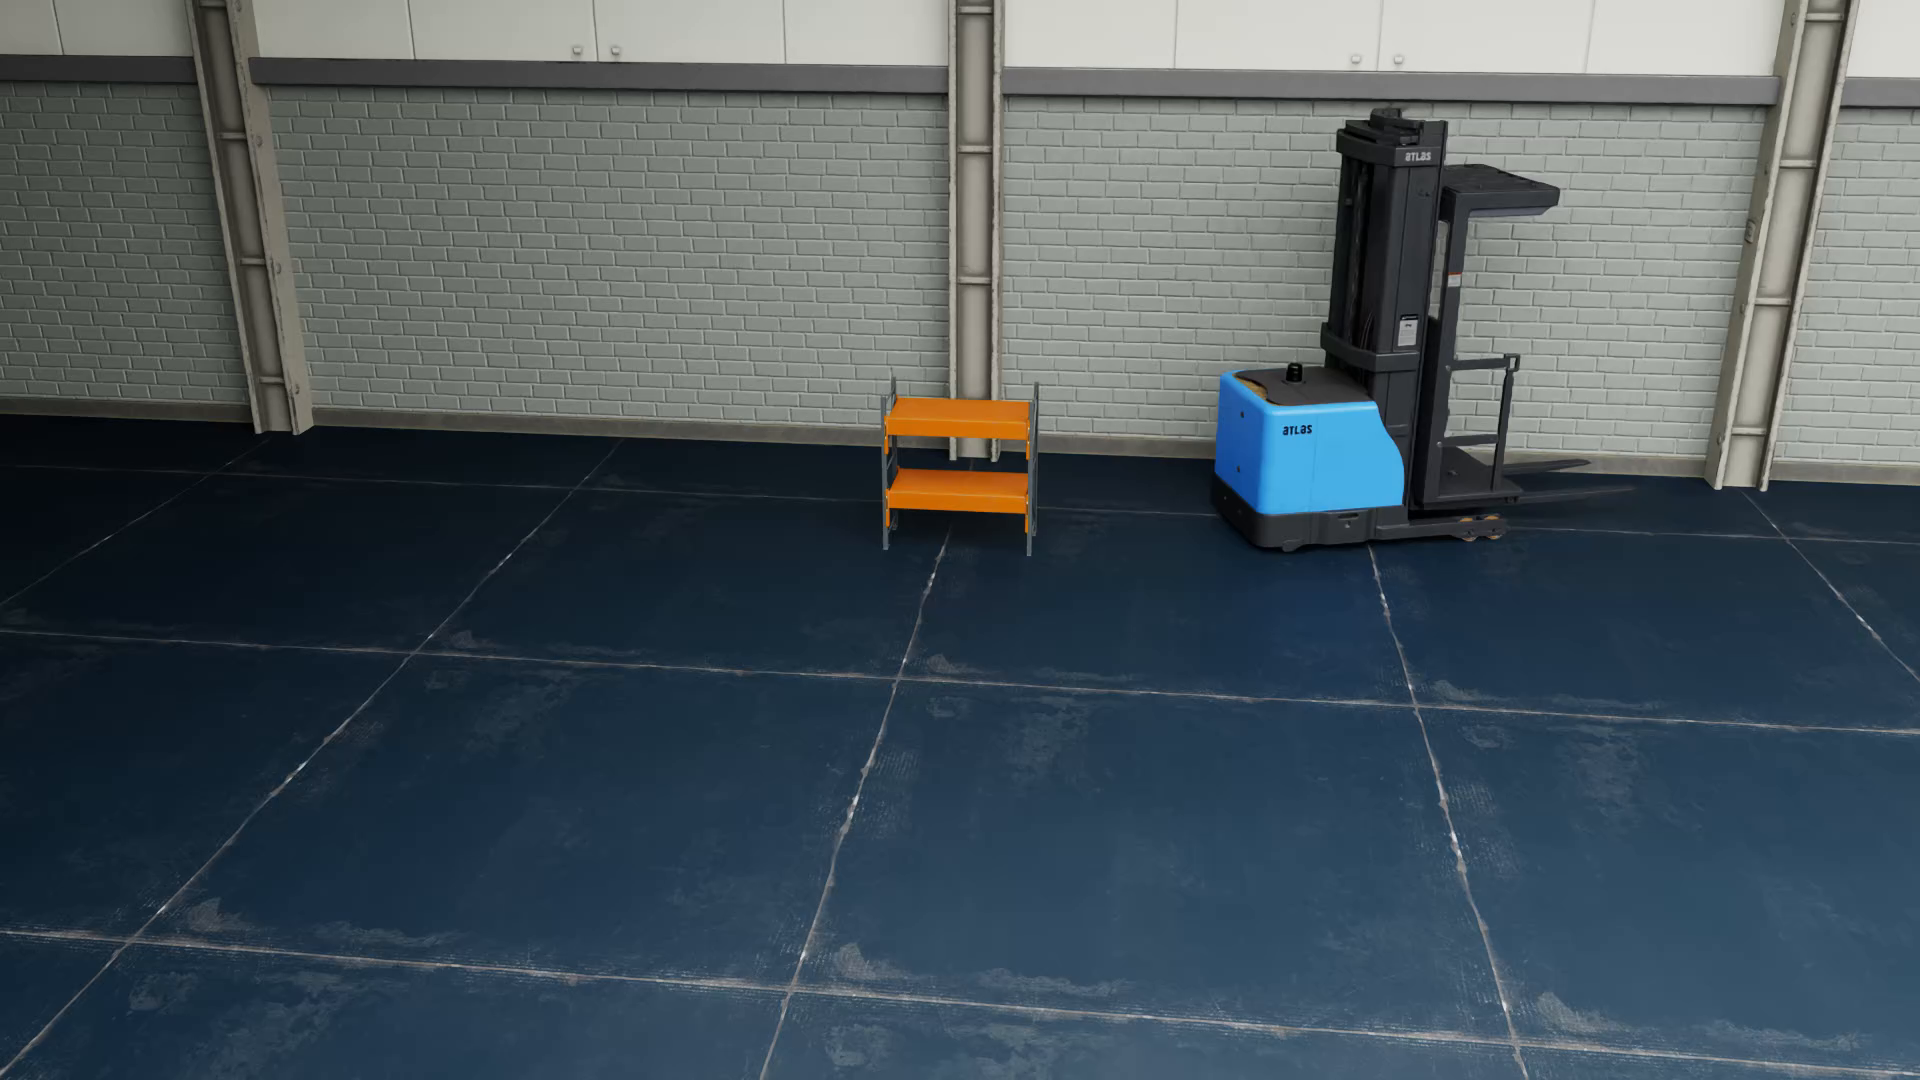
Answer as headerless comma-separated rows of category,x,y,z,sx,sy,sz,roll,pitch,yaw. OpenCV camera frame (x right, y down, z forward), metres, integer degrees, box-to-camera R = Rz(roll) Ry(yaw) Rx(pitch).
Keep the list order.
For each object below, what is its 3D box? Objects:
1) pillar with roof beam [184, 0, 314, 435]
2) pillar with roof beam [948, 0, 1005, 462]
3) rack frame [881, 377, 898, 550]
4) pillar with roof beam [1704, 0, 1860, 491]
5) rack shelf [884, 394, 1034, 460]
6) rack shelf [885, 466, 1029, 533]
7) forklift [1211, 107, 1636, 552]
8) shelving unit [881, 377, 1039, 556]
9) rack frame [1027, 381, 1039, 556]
pillar with roof beam,-6.339,-3.576,8.745,0.400,9.000,9.100,2,22,6
pillar with roof beam,-0.381,-3.316,8.089,0.400,9.000,9.100,2,22,6
rack frame,-0.498,-0.545,11.788,0.032,1.125,0.500,2,22,6
pillar with roof beam,5.577,-3.057,7.432,0.400,9.000,9.100,2,22,6
rack shelf,0.007,-0.795,11.625,1.000,0.278,0.538,2,22,6
rack shelf,0.007,-0.295,11.822,1.000,0.278,0.538,2,22,6
forklift,3.452,-1.539,11.846,3.031,2.935,1.130,-4,22,-11
shelving unit,0.007,-0.523,11.732,1.048,1.125,0.538,2,22,6
rack frame,0.512,-0.501,11.677,0.032,1.125,0.500,2,22,6
